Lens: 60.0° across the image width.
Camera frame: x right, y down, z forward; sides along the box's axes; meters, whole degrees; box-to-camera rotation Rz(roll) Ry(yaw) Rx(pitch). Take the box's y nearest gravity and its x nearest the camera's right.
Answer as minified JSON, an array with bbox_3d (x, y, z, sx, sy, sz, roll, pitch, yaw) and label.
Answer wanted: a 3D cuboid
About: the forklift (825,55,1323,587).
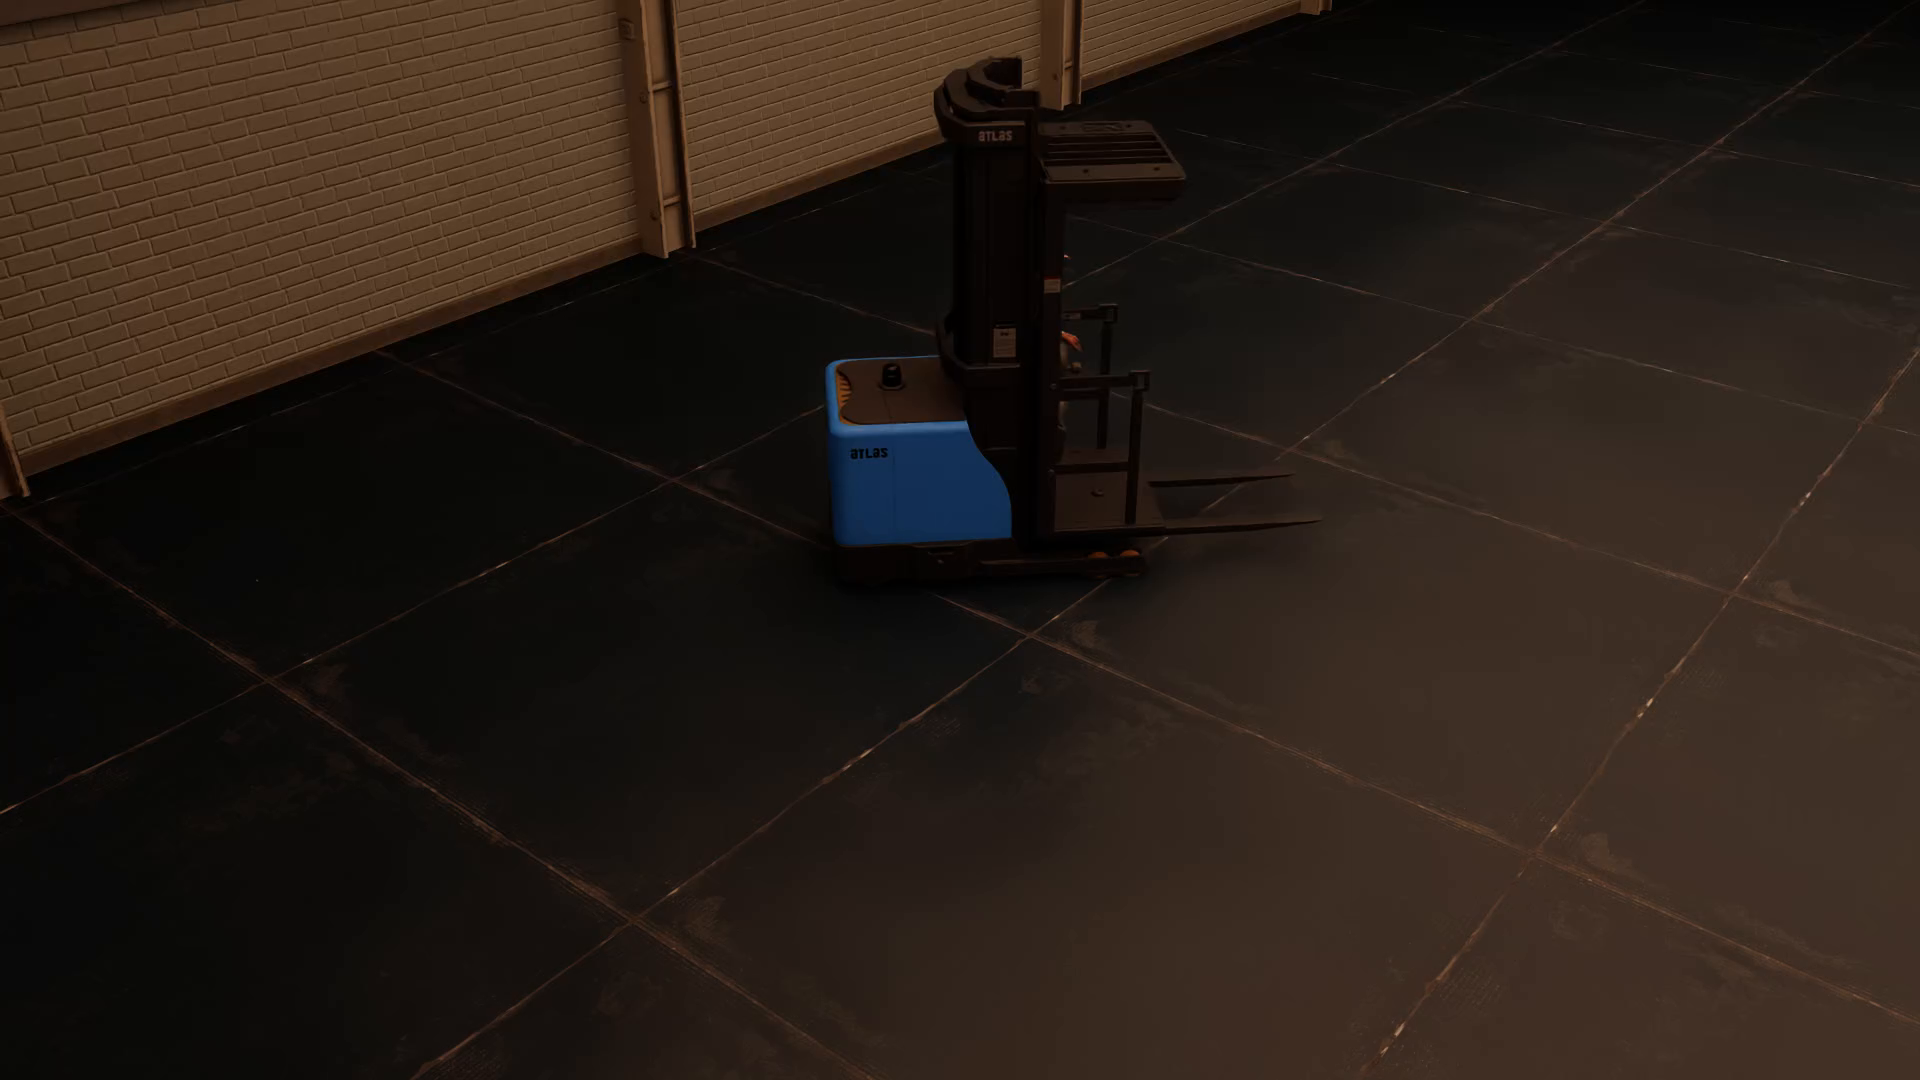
[{"bbox_3d":[0.706,-1.290,9.802,3.031,2.935,1.130,-3,30,-5],"label":"forklift"}]

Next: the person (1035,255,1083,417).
[{"bbox_3d":[0.465,-1.173,11.120,0.686,1.366,0.917,-16,34,-25],"label":"person"}]
